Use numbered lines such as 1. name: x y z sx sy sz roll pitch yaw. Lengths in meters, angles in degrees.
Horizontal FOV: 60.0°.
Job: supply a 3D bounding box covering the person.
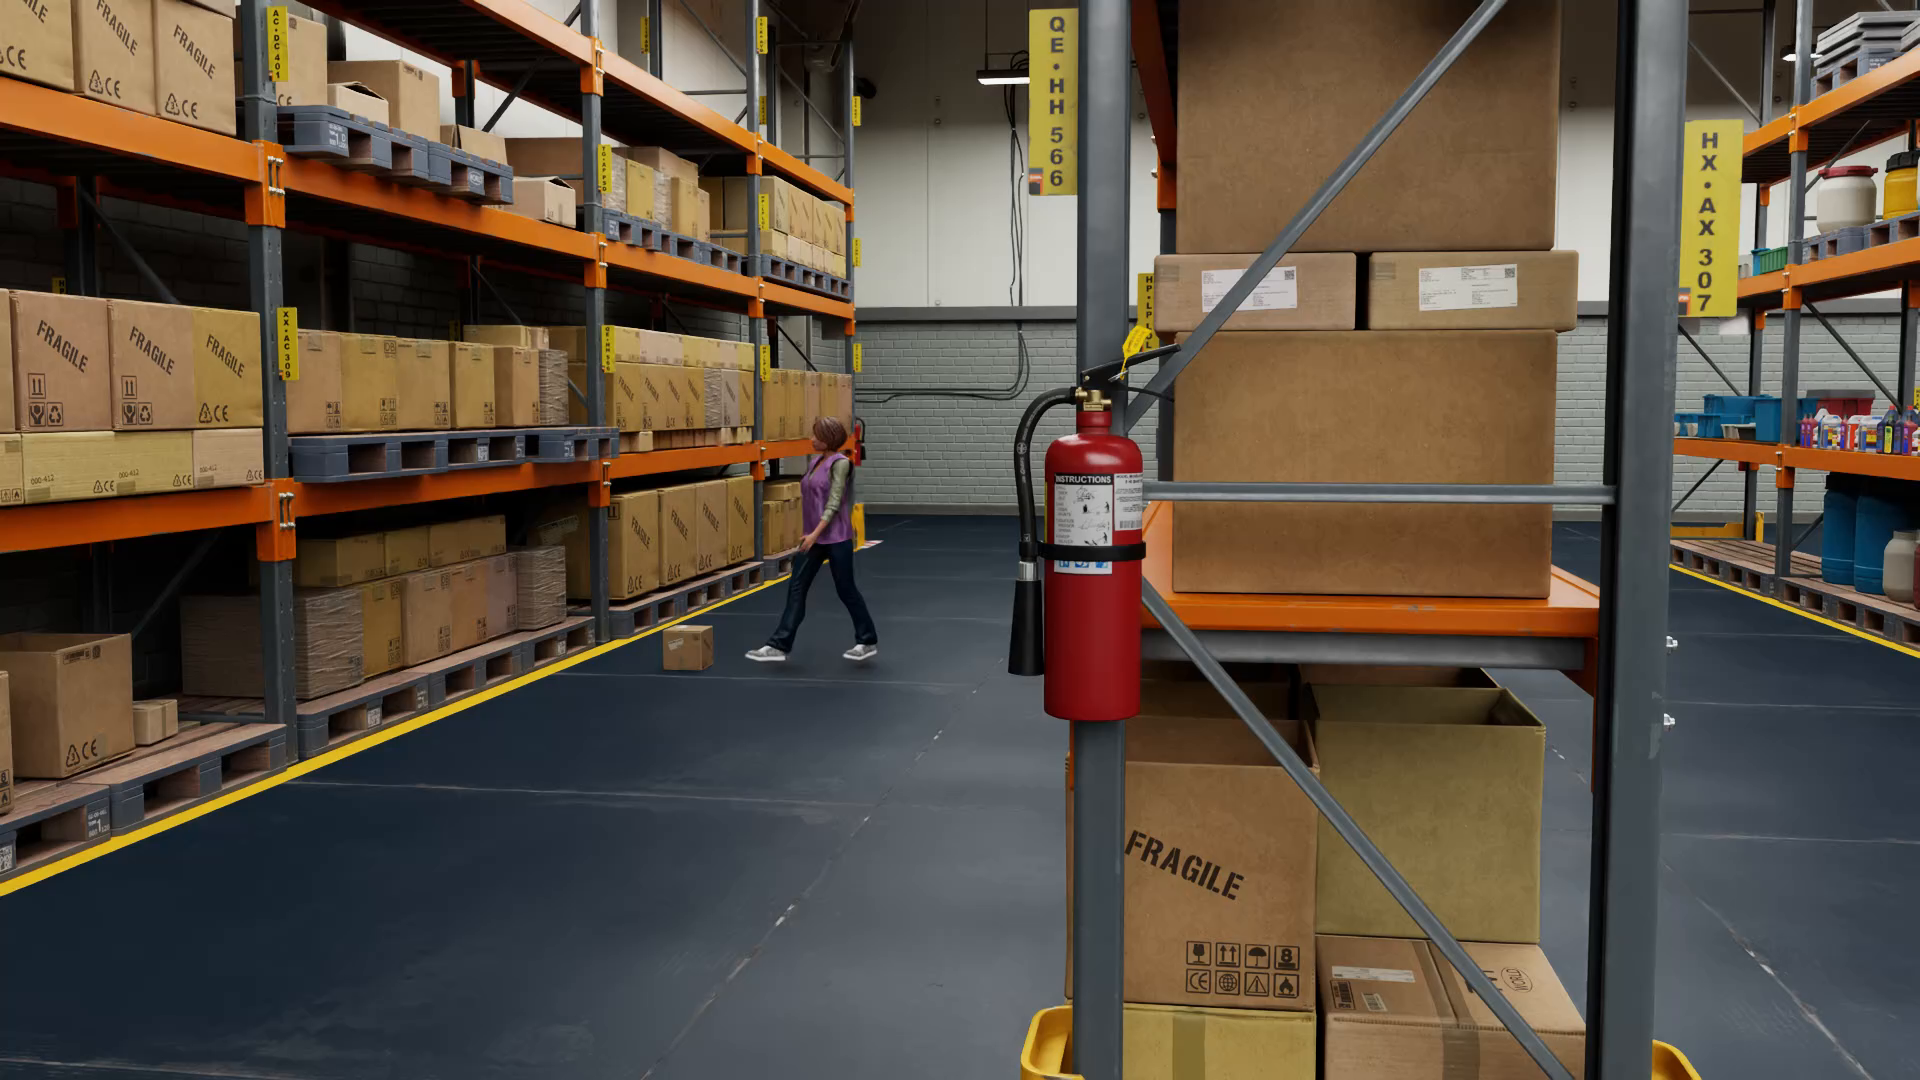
1. person: -0.908 0.002 10.465 0.892 1.554 0.427 -4 6 -39
